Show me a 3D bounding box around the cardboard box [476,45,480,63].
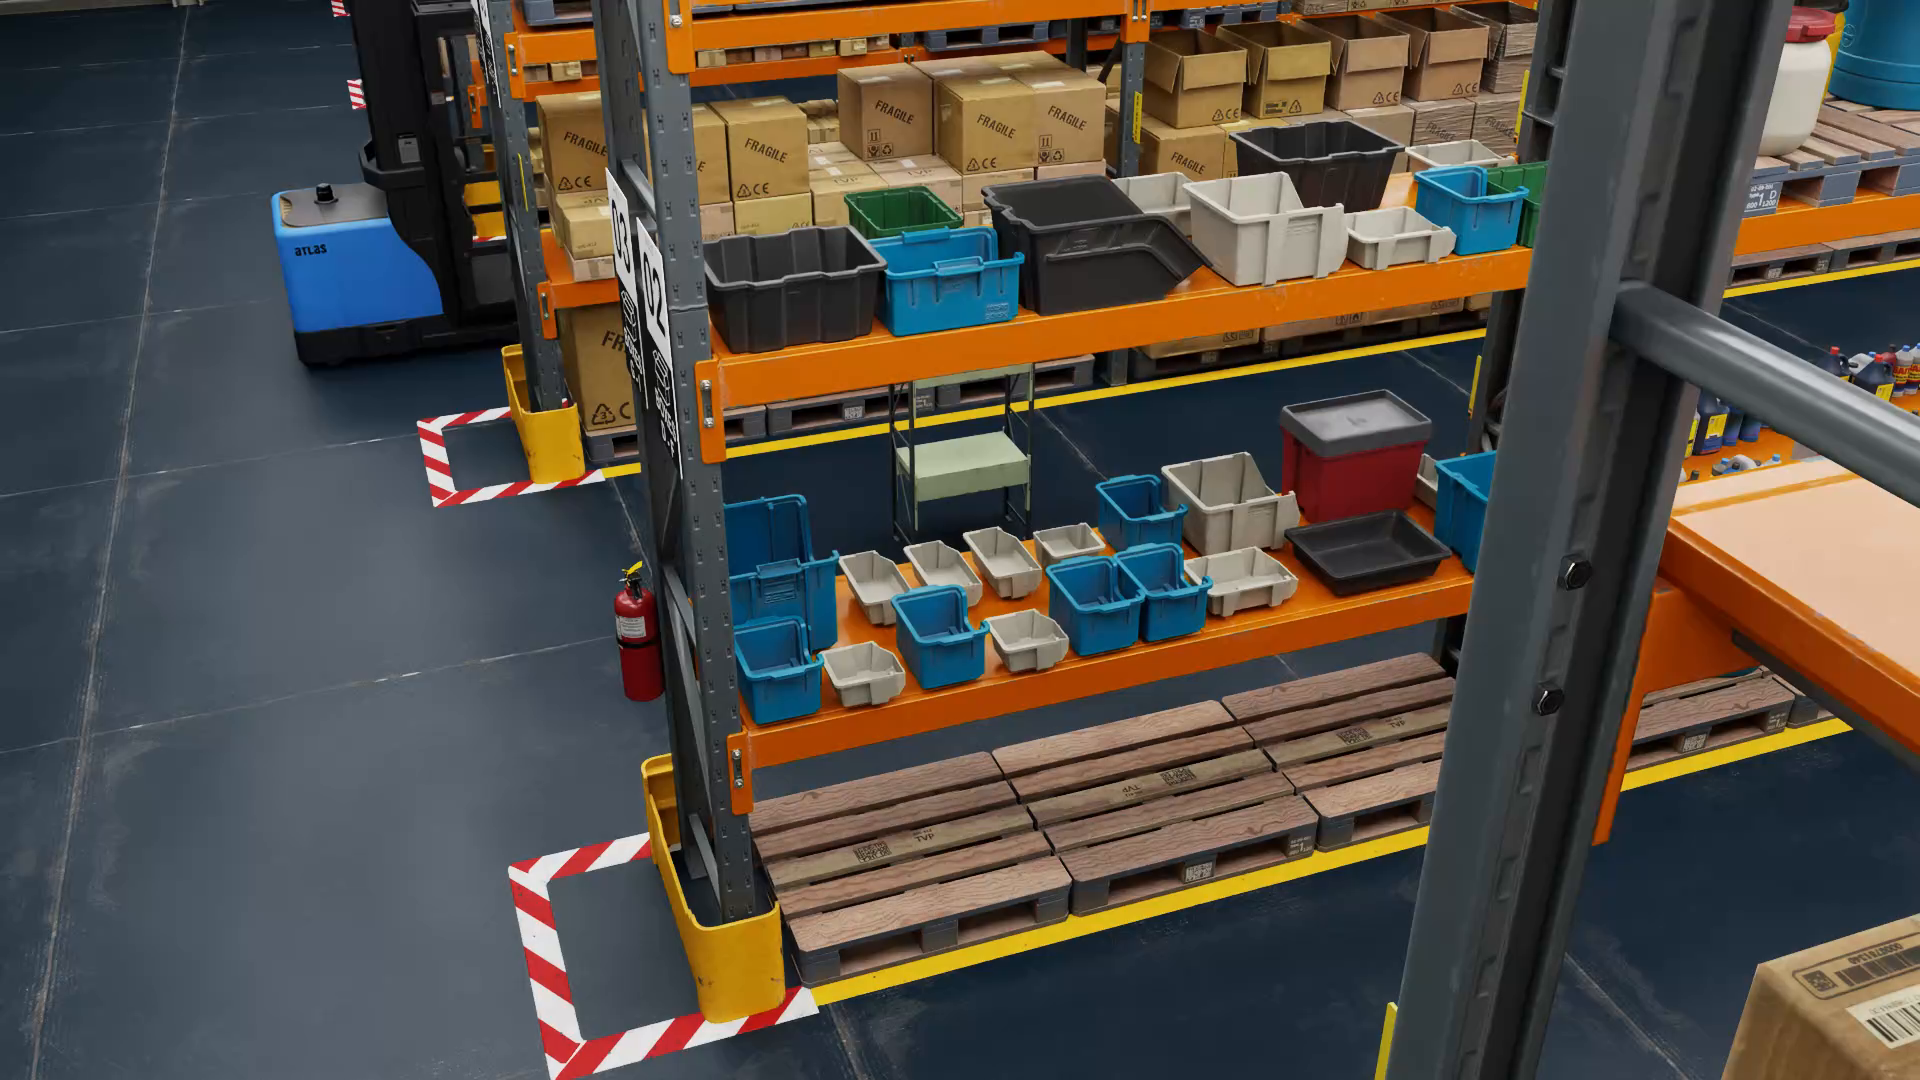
[{"bbox_3d":[-4.196,-4.355,14.968,0.250,0.149,0.380,-10,31,-18],"label":"cardboard box"}]

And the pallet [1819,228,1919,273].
[{"bbox_3d":[7.749,-2.683,14.596,1.213,0.211,1.003,-10,31,-18],"label":"pallet"}]

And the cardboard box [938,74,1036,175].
[{"bbox_3d":[0.172,-2.750,10.991,0.500,0.500,0.500,-10,31,-17],"label":"cardboard box"}]

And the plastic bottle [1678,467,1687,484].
[{"bbox_3d":[3.188,-0.246,7.553,0.185,0.351,0.144,-10,31,-18],"label":"plastic bottle"}]

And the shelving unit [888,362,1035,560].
[{"bbox_3d":[0.006,-0.653,9.731,0.755,1.500,0.431,-10,31,-18],"label":"shelving unit"}]

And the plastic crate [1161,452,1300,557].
[{"bbox_3d":[1.212,-0.147,7.387,0.530,0.282,0.437,-10,31,-18],"label":"plastic crate"}]

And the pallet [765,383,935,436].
[{"bbox_3d":[-0.905,-1.129,11.870,1.213,0.211,1.003,-10,31,-18],"label":"pallet"}]

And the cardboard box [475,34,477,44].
[{"bbox_3d":[-4.072,-4.646,14.824,0.500,0.500,0.500,-10,31,-17],"label":"cardboard box"}]

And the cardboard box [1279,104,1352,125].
[{"bbox_3d":[2.439,-2.829,11.934,0.500,0.500,0.500,-11,32,-19],"label":"cardboard box"}]

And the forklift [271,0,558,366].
[{"bbox_3d":[-3.632,-3.013,12.429,3.031,2.935,1.130,-11,32,-19],"label":"forklift"}]

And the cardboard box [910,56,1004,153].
[{"bbox_3d":[-0.022,-2.993,11.417,0.500,0.500,0.500,-10,31,-18],"label":"cardboard box"}]

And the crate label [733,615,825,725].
[{"bbox_3d":[-0.695,0.497,6.307,0.303,0.233,0.416,-10,31,-18],"label":"crate label"}]

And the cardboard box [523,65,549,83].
[{"bbox_3d":[-3.761,-4.134,14.581,0.250,0.149,0.380,-9,31,-16],"label":"cardboard box"}]

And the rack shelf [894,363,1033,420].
[{"bbox_3d":[0.006,-0.992,9.538,0.720,0.370,0.431,-10,31,-18],"label":"rack shelf"}]

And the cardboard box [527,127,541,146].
[{"bbox_3d":[-3.996,-3.688,15.398,0.250,0.149,0.380,-10,31,-17],"label":"cardboard box"}]

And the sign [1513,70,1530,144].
[{"bbox_3d":[2.517,-1.913,7.389,0.005,0.325,0.100,-10,31,-18],"label":"sign"}]

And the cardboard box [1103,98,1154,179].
[{"bbox_3d":[1.323,-2.899,12.058,0.500,0.500,0.500,-10,31,-17],"label":"cardboard box"}]

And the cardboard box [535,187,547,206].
[{"bbox_3d":[-3.801,-3.162,15.077,0.250,0.149,0.380,-10,31,-17],"label":"cardboard box"}]

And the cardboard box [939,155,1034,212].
[{"bbox_3d":[0.174,-2.424,11.176,0.500,0.250,0.500,-9,31,-16],"label":"cardboard box"}]

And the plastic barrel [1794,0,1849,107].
[{"bbox_3d":[3.492,-2.170,7.234,0.600,0.588,0.600,0,30,0],"label":"plastic barrel"}]

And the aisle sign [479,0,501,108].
[{"bbox_3d":[-2.731,-2.936,9.597,0.004,0.787,0.394,-10,31,-18],"label":"aisle sign"}]

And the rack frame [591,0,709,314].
[{"bbox_3d":[-1.042,-2.267,4.988,0.127,3.000,1.000,-10,31,-18],"label":"rack frame"}]

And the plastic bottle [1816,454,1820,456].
[{"bbox_3d":[4.032,-0.318,7.747,0.133,0.283,0.061,-10,31,-18],"label":"plastic bottle"}]

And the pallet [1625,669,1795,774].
[{"bbox_3d":[3.445,0.747,8.576,1.213,0.211,1.003,-10,31,-18],"label":"pallet"}]

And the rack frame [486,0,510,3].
[{"bbox_3d":[-2.769,-4.565,9.022,0.127,3.000,1.000,-10,31,-18],"label":"rack frame"}]

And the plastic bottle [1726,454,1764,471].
[{"bbox_3d":[3.617,-0.263,7.657,0.135,0.276,0.152,-10,31,-18],"label":"plastic bottle"}]

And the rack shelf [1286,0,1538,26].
[{"bbox_3d":[4.969,-5.690,17.785,4.000,0.370,1.077,-10,31,-18],"label":"rack shelf"}]

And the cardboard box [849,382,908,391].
[{"bbox_3d":[-0.510,-1.675,11.733,0.875,0.875,0.875,-10,31,-18],"label":"cardboard box"}]

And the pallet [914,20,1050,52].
[{"bbox_3d":[0.113,-4.948,15.949,1.213,0.211,1.003,-10,31,-18],"label":"pallet"}]

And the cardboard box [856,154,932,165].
[{"bbox_3d":[-0.503,-2.577,11.445,0.500,0.250,0.500,-10,31,-16],"label":"cardboard box"}]

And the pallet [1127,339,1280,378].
[{"bbox_3d":[1.677,-1.605,12.704,1.213,0.211,1.003,-10,31,-18],"label":"pallet"}]

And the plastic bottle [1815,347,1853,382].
[{"bbox_3d":[4.487,-0.830,8.576,0.185,0.351,0.144,-10,31,-18],"label":"plastic bottle"}]

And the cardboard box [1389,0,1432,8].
[{"bbox_3d":[4.558,-5.829,17.201,0.500,0.500,0.500,-10,31,-18],"label":"cardboard box"}]

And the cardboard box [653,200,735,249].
[{"bbox_3d":[-1.740,-2.072,10.559,0.500,0.250,0.500,-11,31,-18],"label":"cardboard box"}]

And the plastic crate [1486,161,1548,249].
[{"bbox_3d":[2.416,-1.348,6.621,0.662,0.188,0.450,-10,31,-18],"label":"plastic crate"}]

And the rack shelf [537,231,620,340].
[{"bbox_3d":[-0.894,-1.991,11.291,4.000,0.370,1.077,-10,31,-18],"label":"rack shelf"}]

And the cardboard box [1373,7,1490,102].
[{"bbox_3d":[3.427,-3.588,12.254,0.637,0.503,0.797,-10,31,-16],"label":"cardboard box"}]

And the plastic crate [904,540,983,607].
[{"bbox_3d":[-0.064,0.160,6.995,0.243,0.136,0.396,-10,31,-18],"label":"plastic crate"}]

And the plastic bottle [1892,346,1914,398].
[{"bbox_3d":[4.954,-0.893,8.769,0.097,0.271,0.097,0,30,0],"label":"plastic bottle"}]

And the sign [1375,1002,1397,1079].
[{"bbox_3d":[0.507,0.690,1.935,0.005,0.325,0.100,-10,31,-18],"label":"sign"}]

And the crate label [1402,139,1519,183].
[{"bbox_3d":[2.148,-1.589,7.095,0.466,0.136,0.293,-10,31,-18],"label":"crate label"}]

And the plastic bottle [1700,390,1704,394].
[{"bbox_3d":[3.628,-0.671,8.299,0.185,0.351,0.144,-10,31,-18],"label":"plastic bottle"}]

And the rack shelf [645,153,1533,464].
[{"bbox_3d":[0.833,-0.996,6.515,4.000,0.370,1.077,-10,31,-18],"label":"rack shelf"}]

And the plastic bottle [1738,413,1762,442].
[{"bbox_3d":[3.966,-0.631,8.308,0.097,0.271,0.097,0,30,0],"label":"plastic bottle"}]

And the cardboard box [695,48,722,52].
[{"bbox_3d":[-2.454,-4.672,14.870,0.500,0.500,0.500,-11,32,-19],"label":"cardboard box"}]

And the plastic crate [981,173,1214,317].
[{"bbox_3d":[0.486,-1.073,5.985,0.767,0.338,0.504,-10,31,-18],"label":"plastic crate"}]

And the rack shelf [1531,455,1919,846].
[{"bbox_3d":[2.557,0.001,1.738,4.000,0.370,1.077,-10,31,-18],"label":"rack shelf"}]

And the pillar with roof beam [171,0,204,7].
[{"bbox_3d":[-9.299,-9.420,17.544,0.400,9.000,9.100,-10,31,-18],"label":"pillar with roof beam"}]

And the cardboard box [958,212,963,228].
[{"bbox_3d":[-0.156,-2.157,11.110,0.250,0.149,0.380,-10,31,-17],"label":"cardboard box"}]

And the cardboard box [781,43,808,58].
[{"bbox_3d":[-1.581,-4.574,15.352,0.250,0.149,0.380,-11,32,-19],"label":"cardboard box"}]

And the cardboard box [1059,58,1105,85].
[{"bbox_3d":[1.108,-4.573,16.441,0.500,0.250,0.500,-9,31,-16],"label":"cardboard box"}]

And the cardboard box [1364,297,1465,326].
[{"bbox_3d":[3.237,-2.338,12.897,0.875,0.875,1.225,-10,31,-17],"label":"cardboard box"}]

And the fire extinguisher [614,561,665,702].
[{"bbox_3d":[-1.341,0.351,6.909,0.183,0.674,0.296,-10,31,-18],"label":"fire extinguisher"}]

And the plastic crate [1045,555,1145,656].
[{"bbox_3d":[0.539,0.270,6.706,0.300,0.233,0.416,-10,31,-18],"label":"plastic crate"}]
